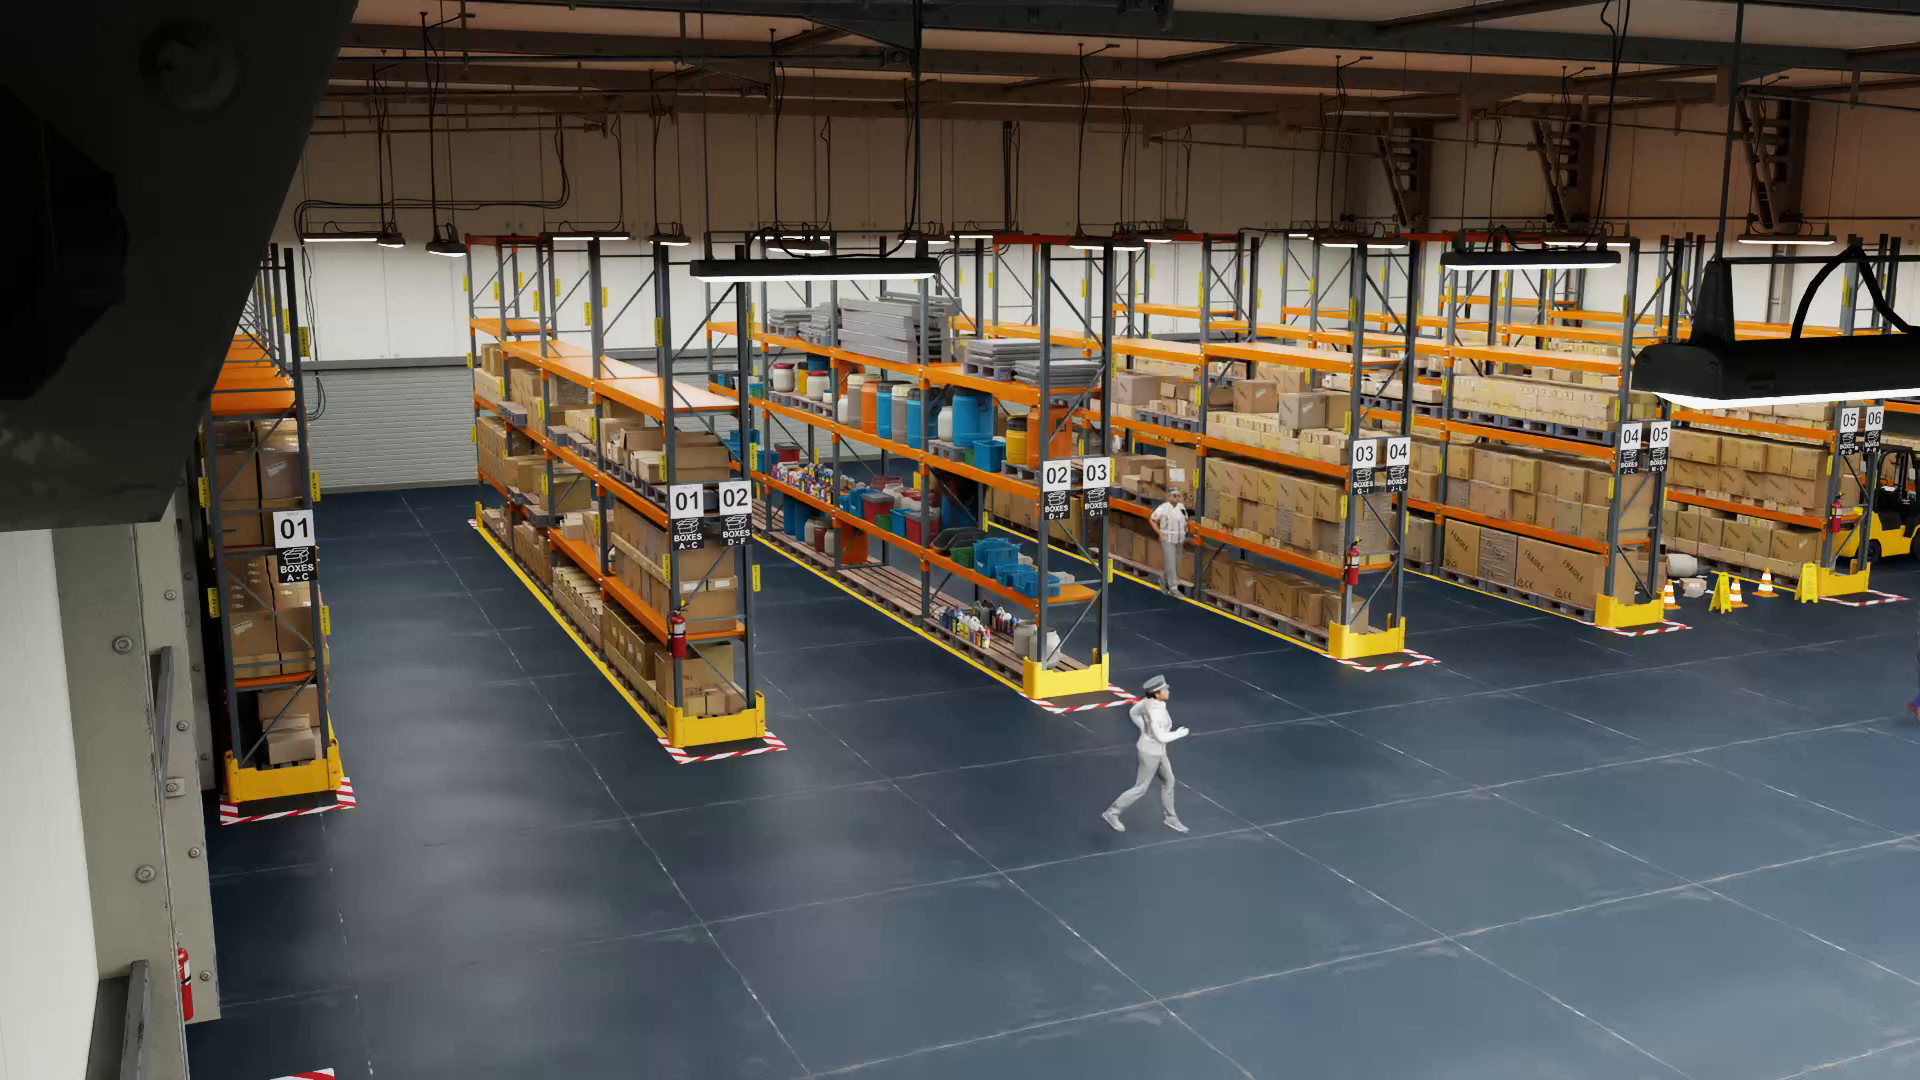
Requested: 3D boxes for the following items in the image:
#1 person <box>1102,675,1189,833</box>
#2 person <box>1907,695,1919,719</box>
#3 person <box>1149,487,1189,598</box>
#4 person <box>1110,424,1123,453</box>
[{"bbox_3d":[1.931,2.225,17.211,0.919,1.729,0.621,0,11,1],"label":"person"},{"bbox_3d":[12.443,1.515,20.937,0.902,1.639,0.632,1,11,7],"label":"person"},{"bbox_3d":[3.441,0.039,26.876,0.684,1.835,0.765,-7,13,-30],"label":"person"},{"bbox_3d":[3.425,-1.778,37.628,0.637,1.747,0.632,-5,12,-23],"label":"person"}]
